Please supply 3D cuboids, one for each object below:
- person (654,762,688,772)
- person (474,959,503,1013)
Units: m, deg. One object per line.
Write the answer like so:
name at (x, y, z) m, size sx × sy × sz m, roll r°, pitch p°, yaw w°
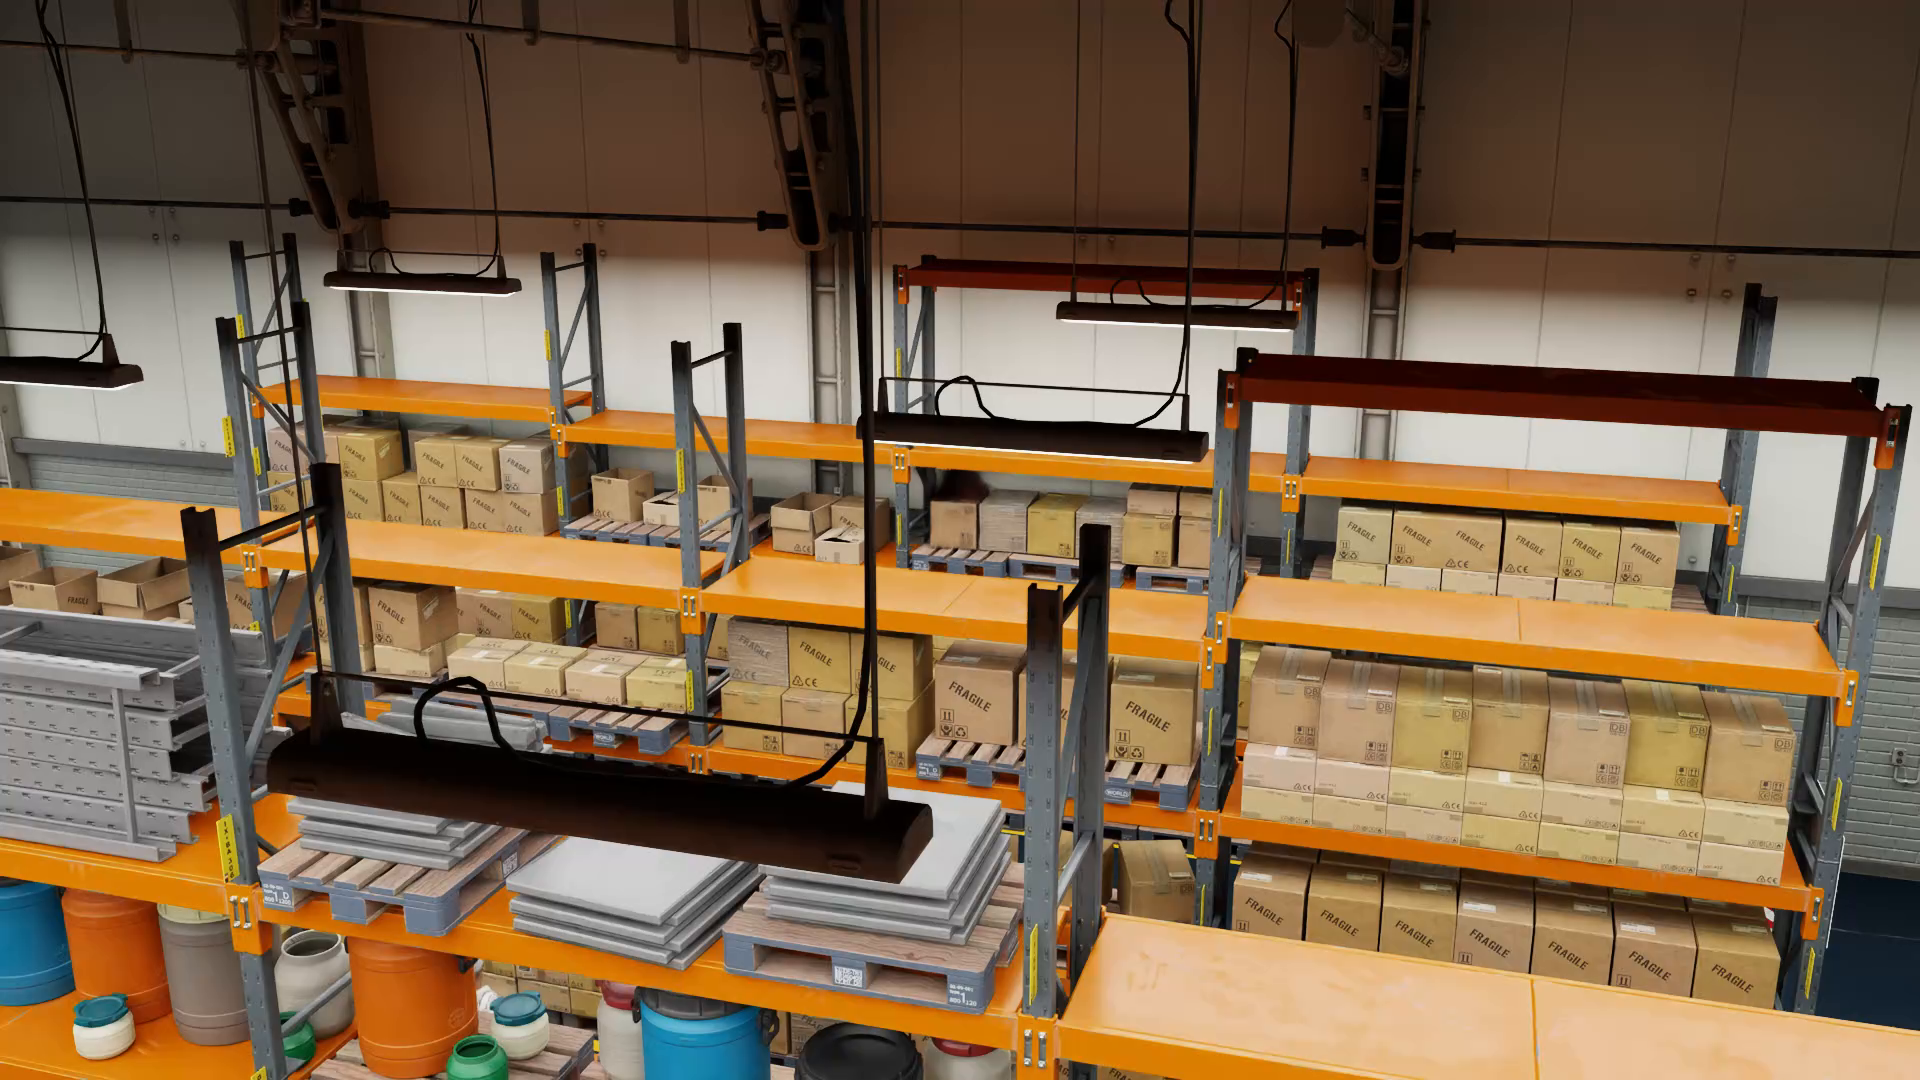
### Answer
person at (-2.924, 2.268, 16.856) m, size 0.519 × 1.706 × 0.525 m, roll -12°, pitch 20°, yaw -36°
person at (-3.455, 3.811, 12.382) m, size 0.564 × 1.763 × 0.614 m, roll 12°, pitch 20°, yaw 36°
